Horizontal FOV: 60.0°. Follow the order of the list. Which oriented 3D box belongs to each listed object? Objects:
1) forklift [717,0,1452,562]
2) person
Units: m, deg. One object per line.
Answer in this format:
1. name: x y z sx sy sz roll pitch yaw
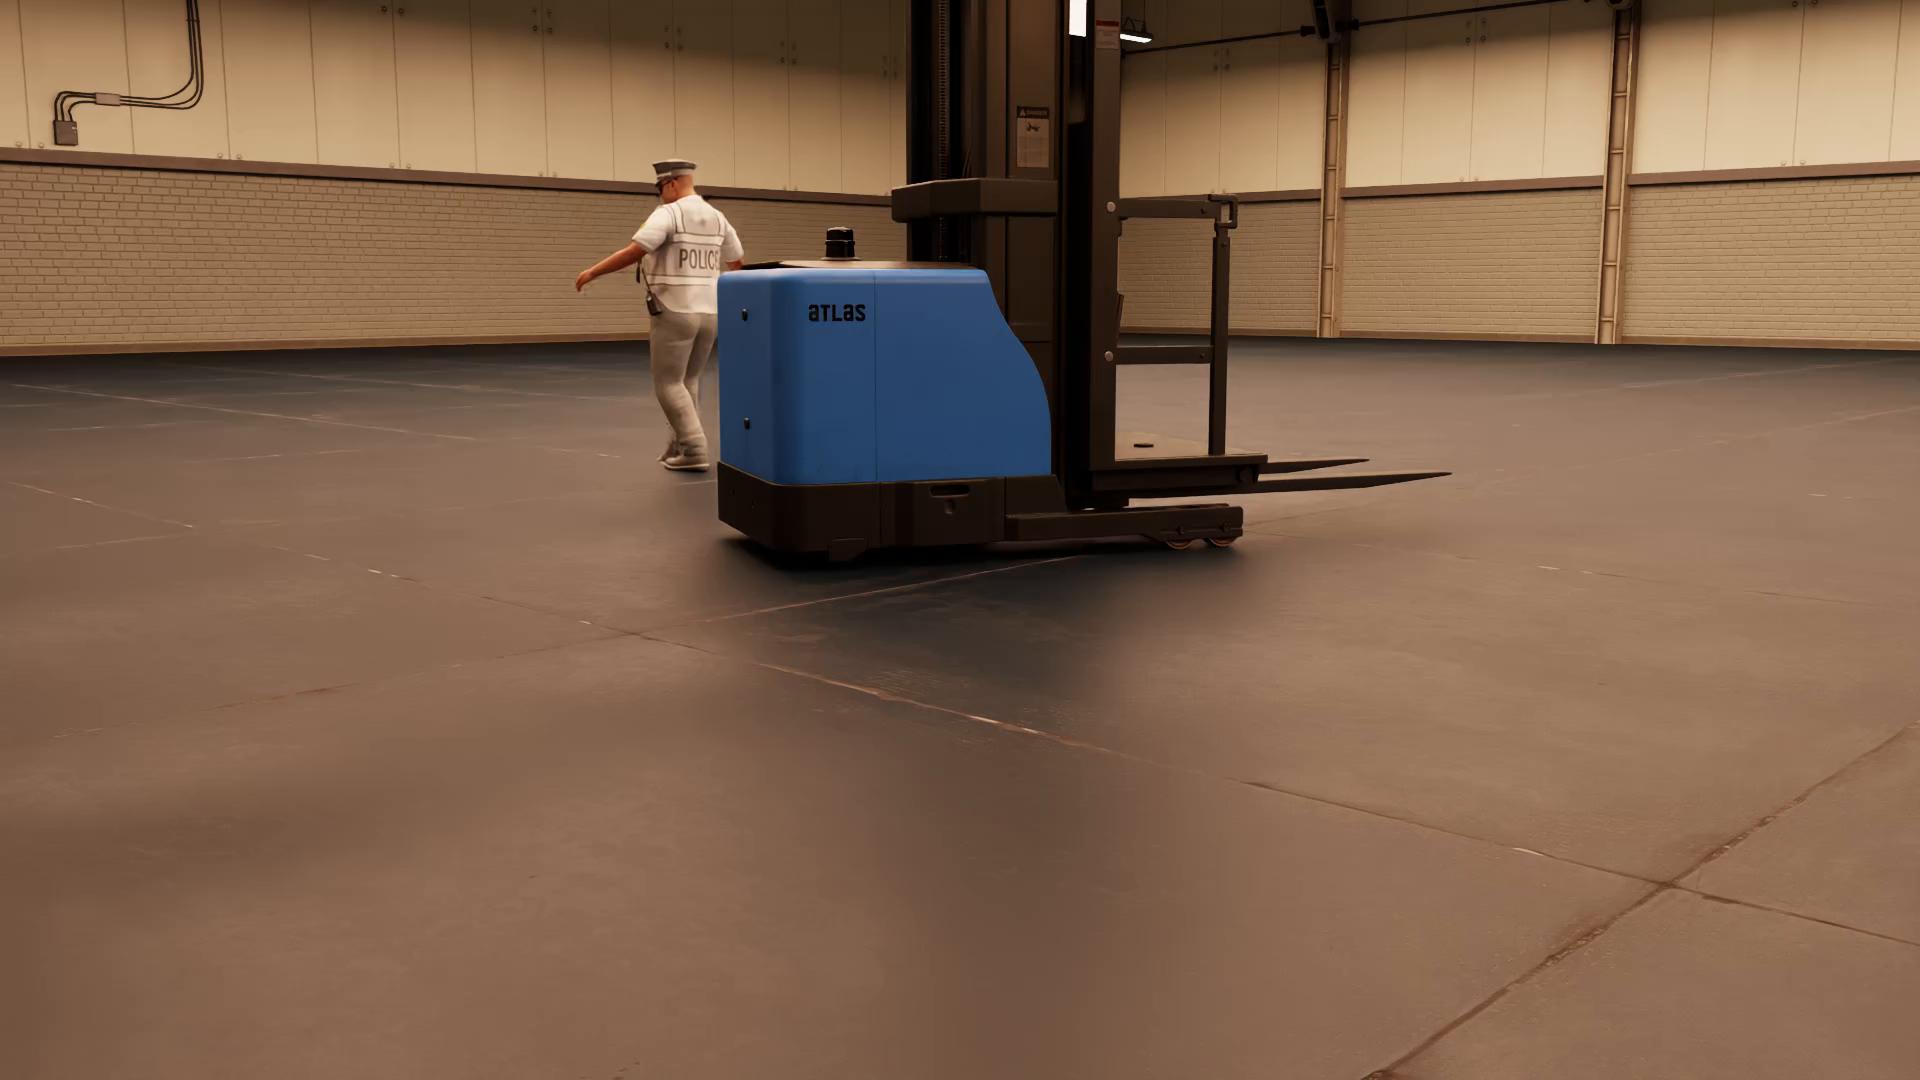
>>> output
1. forklift: 0.583 -1.483 6.720 3.031 2.935 1.130 -3 9 -21
2. person: -1.603 -1.249 9.398 0.692 1.756 1.011 7 11 39
